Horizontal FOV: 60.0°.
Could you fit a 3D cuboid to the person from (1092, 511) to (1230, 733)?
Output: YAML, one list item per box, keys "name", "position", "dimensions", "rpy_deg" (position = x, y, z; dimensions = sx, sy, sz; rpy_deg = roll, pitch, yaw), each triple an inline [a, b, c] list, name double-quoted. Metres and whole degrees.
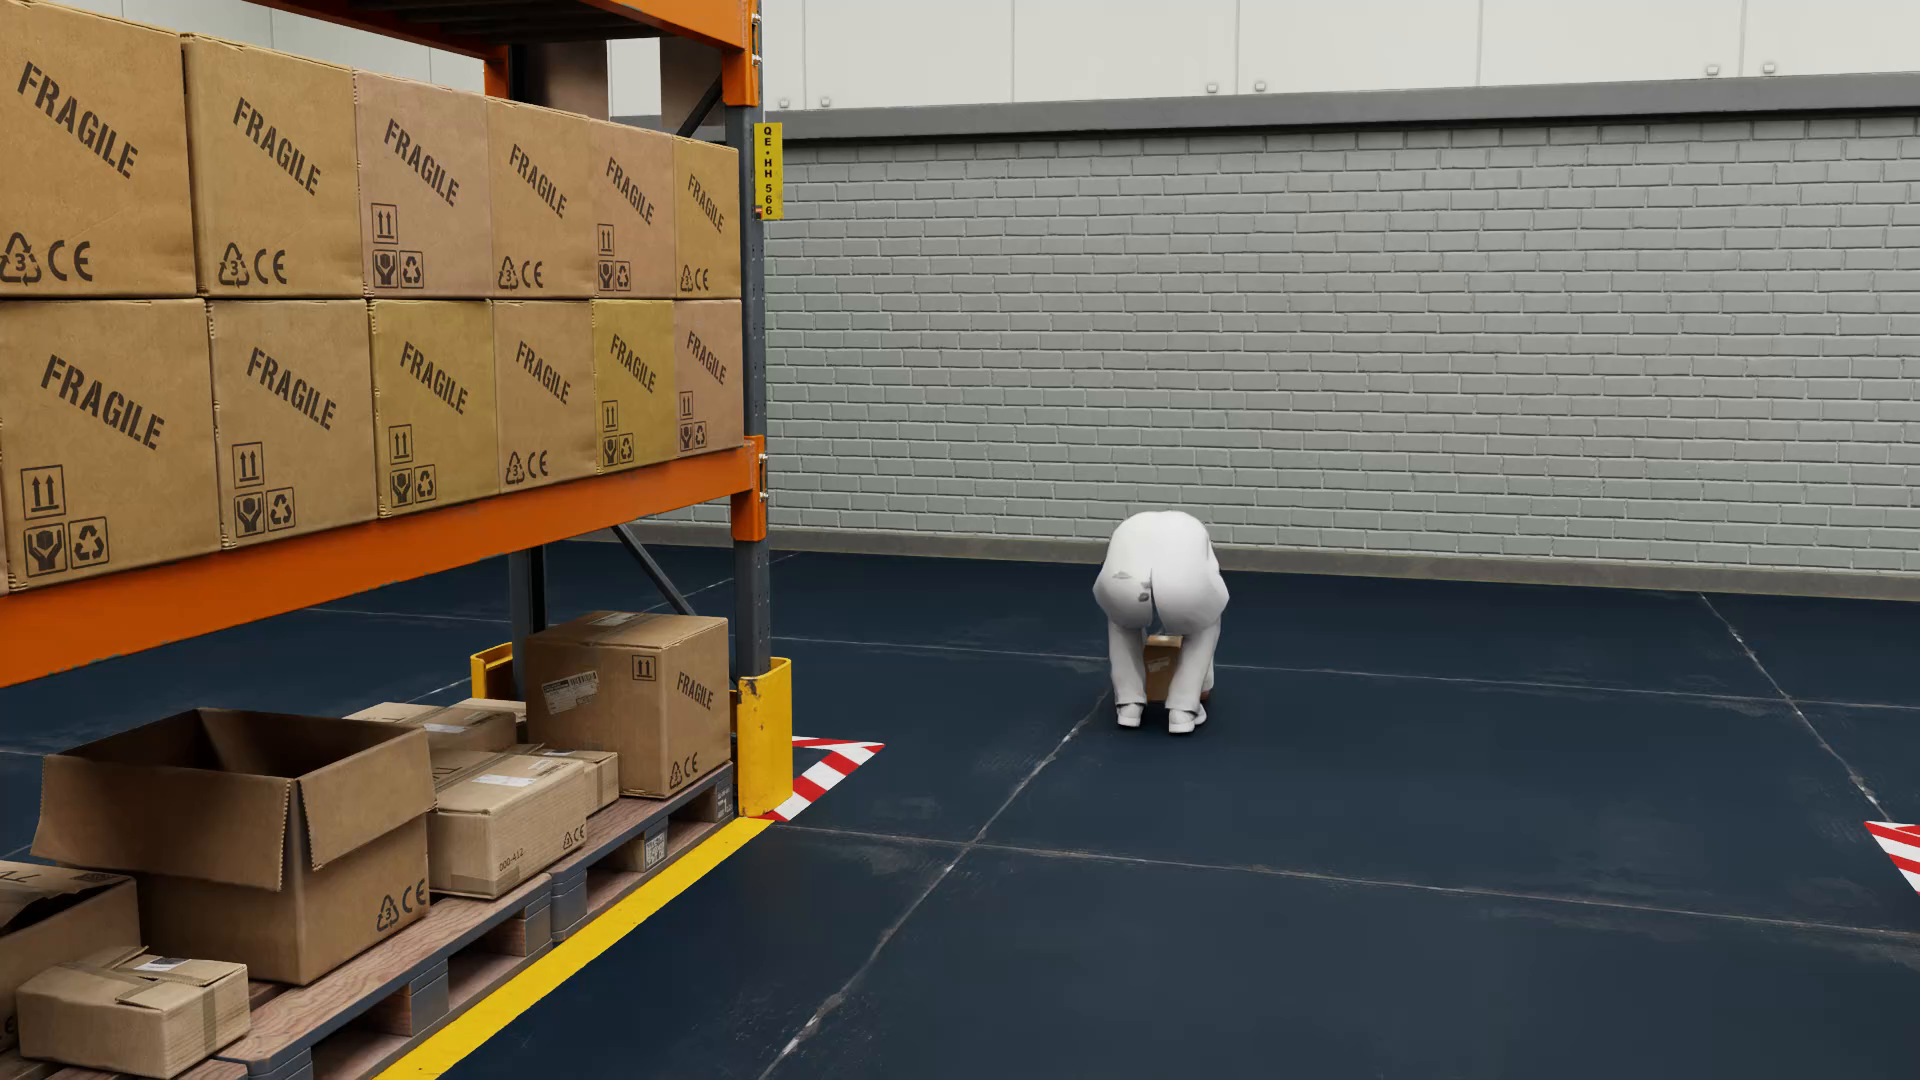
- name: "person"
  position: [0.881, 0.316, 7.212]
  dimensions: [0.587, 0.934, 0.948]
  rpy_deg: [2, 8, 14]
